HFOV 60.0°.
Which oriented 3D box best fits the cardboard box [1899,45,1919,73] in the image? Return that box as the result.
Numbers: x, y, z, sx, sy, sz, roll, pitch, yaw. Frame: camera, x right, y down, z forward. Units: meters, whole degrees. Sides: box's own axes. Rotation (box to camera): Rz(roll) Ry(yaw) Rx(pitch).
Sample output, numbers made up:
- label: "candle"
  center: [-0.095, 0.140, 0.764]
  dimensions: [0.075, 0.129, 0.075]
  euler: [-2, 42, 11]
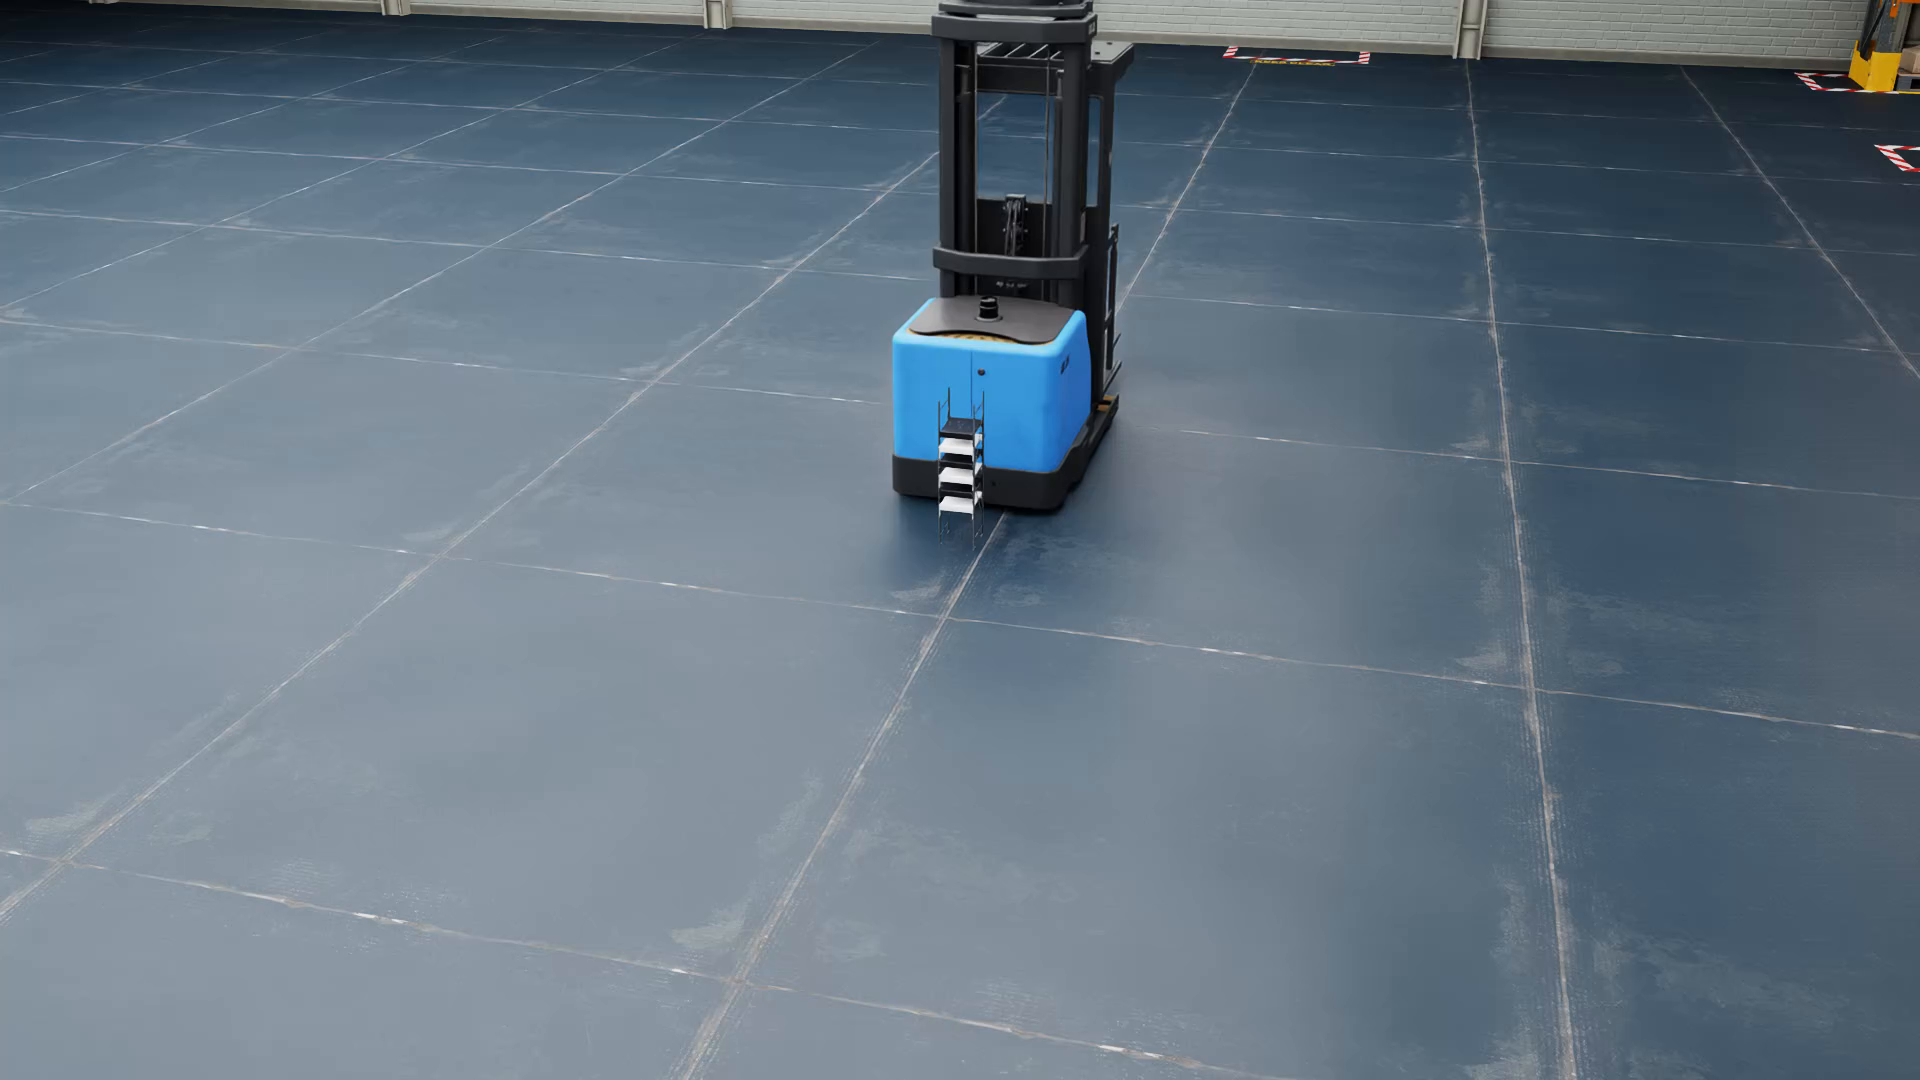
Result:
- label: "cardboard box"
  center: [13.172, -6.552, 22.638]
  dimensions: [0.500, 0.311, 0.500]
  euler: [3, 26, 7]

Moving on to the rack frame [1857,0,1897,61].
- label: "rack frame"
  center: [12.524, -7.679, 22.389]
  dimensions: [0.127, 3.000, 1.000]
  euler: [6, 26, 13]

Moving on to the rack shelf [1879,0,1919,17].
- label: "rack shelf"
  center: [14.461, -7.140, 22.094]
  dimensions: [4.000, 0.370, 1.077]
  euler: [6, 26, 13]

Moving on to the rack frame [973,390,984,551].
- label: "rack frame"
  center: [0.106, -0.395, 9.532]
  dimensions: [0.006, 0.900, 0.240]
  euler: [6, 26, 13]

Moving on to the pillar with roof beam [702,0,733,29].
- label: "pillar with roof beam"
  center: [-5.088, -10.807, 21.982]
  dimensions: [0.400, 9.000, 9.100]
  euler: [6, 26, 13]

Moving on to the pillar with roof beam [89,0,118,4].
- label: "pillar with roof beam"
  center: [-16.710, -12.092, 24.680]
  dimensions: [0.400, 9.000, 9.100]
  euler: [6, 26, 13]

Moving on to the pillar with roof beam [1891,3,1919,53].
- label: "pillar with roof beam"
  center: [12.345, -8.880, 17.934]
  dimensions: [0.400, 9.000, 9.100]
  euler: [6, 26, 13]

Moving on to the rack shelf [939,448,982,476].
- label: "rack shelf"
  center: [0.008, -0.457, 9.530]
  dimensions: [0.200, 0.077, 0.258]
  euler: [6, 26, 13]

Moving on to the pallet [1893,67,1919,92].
- label: "pallet"
  center: [13.375, -6.310, 22.758]
  dimensions: [1.213, 0.211, 1.003]
  euler: [6, 26, 13]

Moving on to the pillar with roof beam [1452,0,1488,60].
- label: "pillar with roof beam"
  center: [6.534, -9.523, 19.283]
  dimensions: [0.400, 9.000, 9.100]
  euler: [6, 26, 13]

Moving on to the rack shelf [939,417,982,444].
- label: "rack shelf"
  center: [0.008, -0.619, 9.453]
  dimensions: [0.200, 0.077, 0.258]
  euler: [6, 26, 13]

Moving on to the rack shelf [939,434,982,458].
- label: "rack shelf"
  center: [0.008, -0.538, 9.492]
  dimensions: [0.200, 0.077, 0.258]
  euler: [6, 26, 13]

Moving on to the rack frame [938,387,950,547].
- label: "rack frame"
  center: [-0.091, -0.416, 9.578]
  dimensions: [0.006, 0.900, 0.240]
  euler: [6, 26, 13]

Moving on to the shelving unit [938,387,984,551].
- label: "shelving unit"
  center: [0.008, -0.405, 9.555]
  dimensions: [0.210, 0.900, 0.258]
  euler: [6, 26, 13]

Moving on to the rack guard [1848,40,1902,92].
- label: "rack guard"
  center: [12.597, -6.542, 22.909]
  dimensions: [0.348, 0.500, 1.175]
  euler: [6, 26, 13]

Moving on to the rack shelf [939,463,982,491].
- label: "rack shelf"
  center: [0.008, -0.375, 9.569]
  dimensions: [0.200, 0.077, 0.258]
  euler: [6, 26, 13]

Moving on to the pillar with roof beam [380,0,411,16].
- label: "pillar with roof beam"
  center: [-10.899, -11.450, 23.331]
  dimensions: [0.400, 9.000, 9.100]
  euler: [6, 26, 13]

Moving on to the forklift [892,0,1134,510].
- label: "forklift"
  center: [0.473, -2.117, 10.787]
  dimensions: [1.130, 2.935, 3.031]
  euler: [7, 26, 14]

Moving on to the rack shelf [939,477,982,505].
- label: "rack shelf"
  center: [0.008, -0.294, 9.608]
  dimensions: [0.200, 0.077, 0.258]
  euler: [6, 26, 13]

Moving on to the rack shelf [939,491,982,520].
- label: "rack shelf"
  center: [0.008, -0.213, 9.646]
  dimensions: [0.200, 0.077, 0.258]
  euler: [6, 26, 13]
